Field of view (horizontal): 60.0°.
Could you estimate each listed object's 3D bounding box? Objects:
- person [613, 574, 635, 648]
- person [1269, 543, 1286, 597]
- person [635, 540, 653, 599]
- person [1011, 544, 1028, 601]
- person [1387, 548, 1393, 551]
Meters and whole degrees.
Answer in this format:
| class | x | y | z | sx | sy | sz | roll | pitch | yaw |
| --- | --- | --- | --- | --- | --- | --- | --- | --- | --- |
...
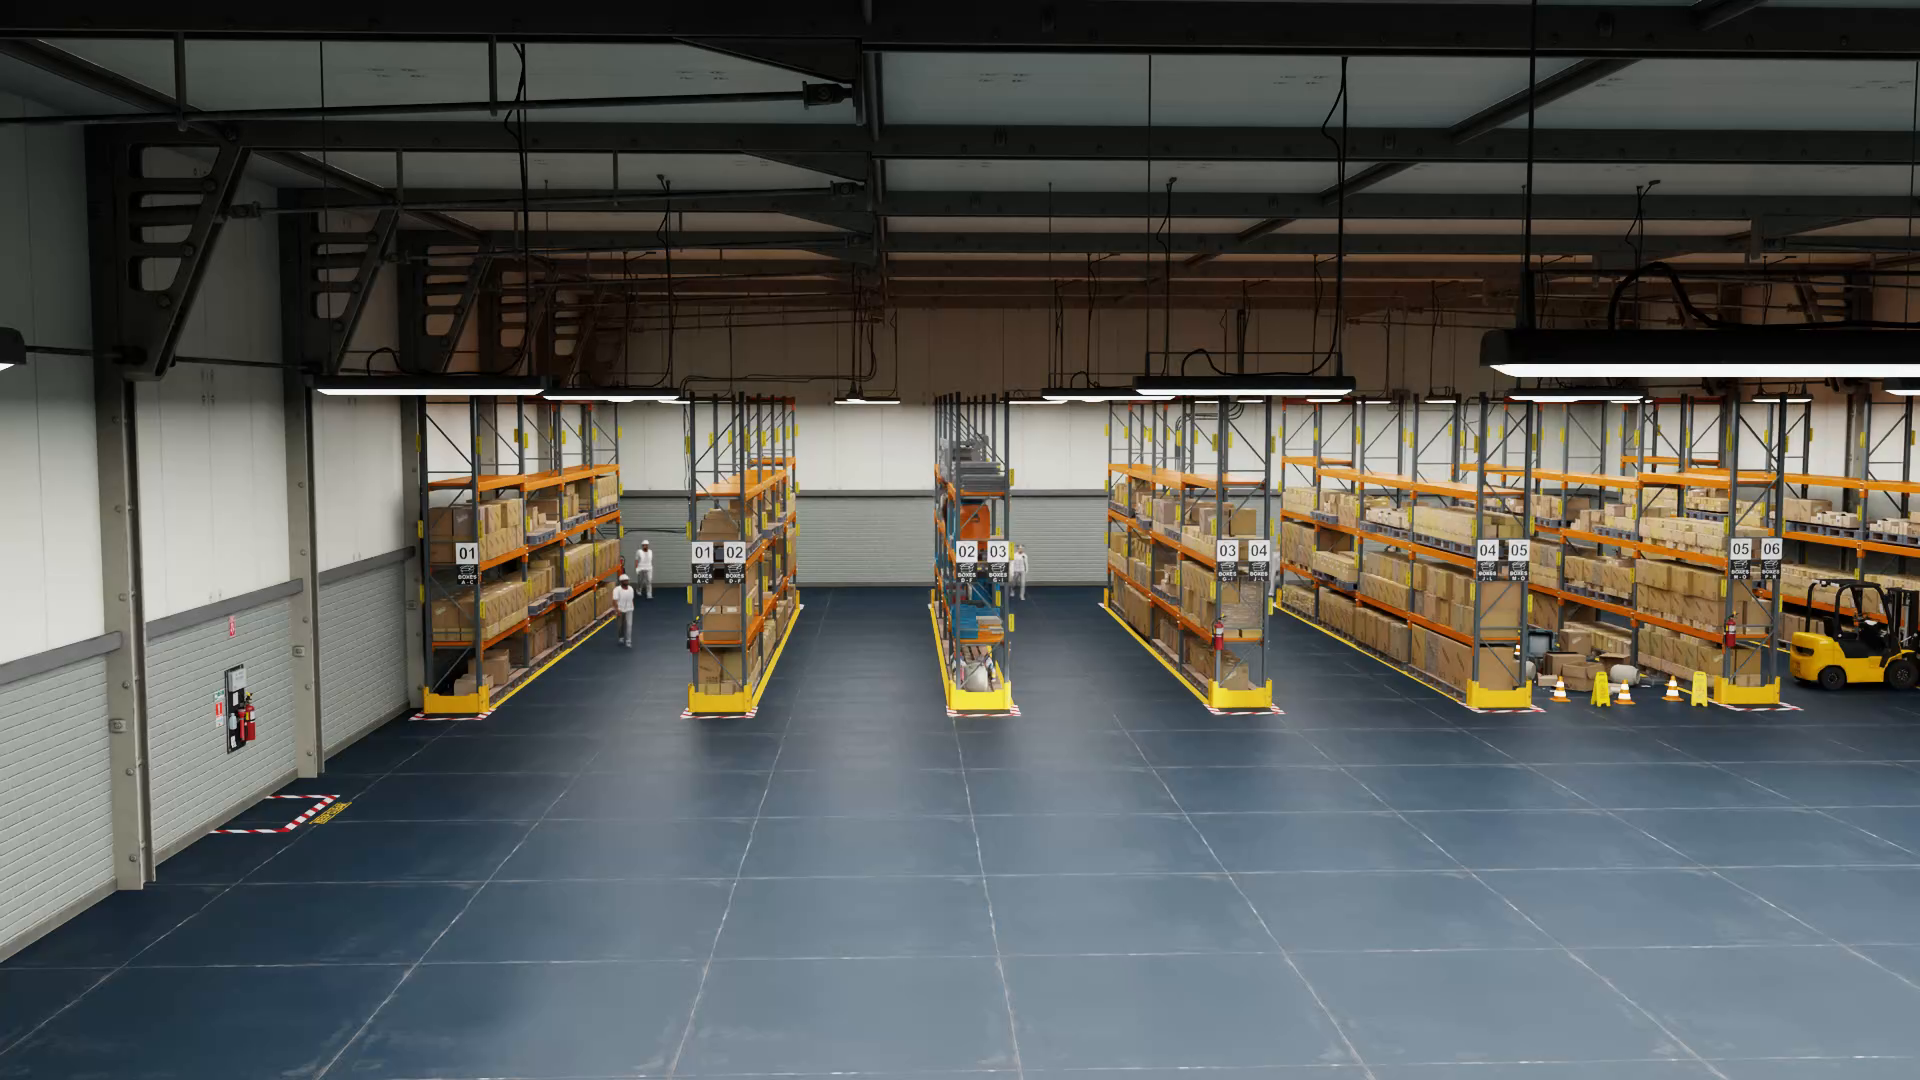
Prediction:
| class | x | y | z | sx | sy | sz | roll | pitch | yaw |
| --- | --- | --- | --- | --- | --- | --- | --- | --- | --- |
| person | -8.021 | 1.685 | 39.662 | 0.502 | 1.724 | 1.028 | -1 | 5 | -11 |
| person | 9.608 | 0.883 | 50.264 | 0.476 | 1.621 | 1.016 | 3 | 5 | 31 |
| person | -9.418 | 0.881 | 49.543 | 0.539 | 1.747 | 1.059 | -2 | 5 | -18 |
| person | 1.764 | 0.937 | 49.274 | 0.511 | 1.658 | 0.761 | -1 | 5 | -8 |
| person | 12.076 | 1.101 | 47.134 | 0.504 | 1.727 | 0.596 | -1 | 5 | -7 |
